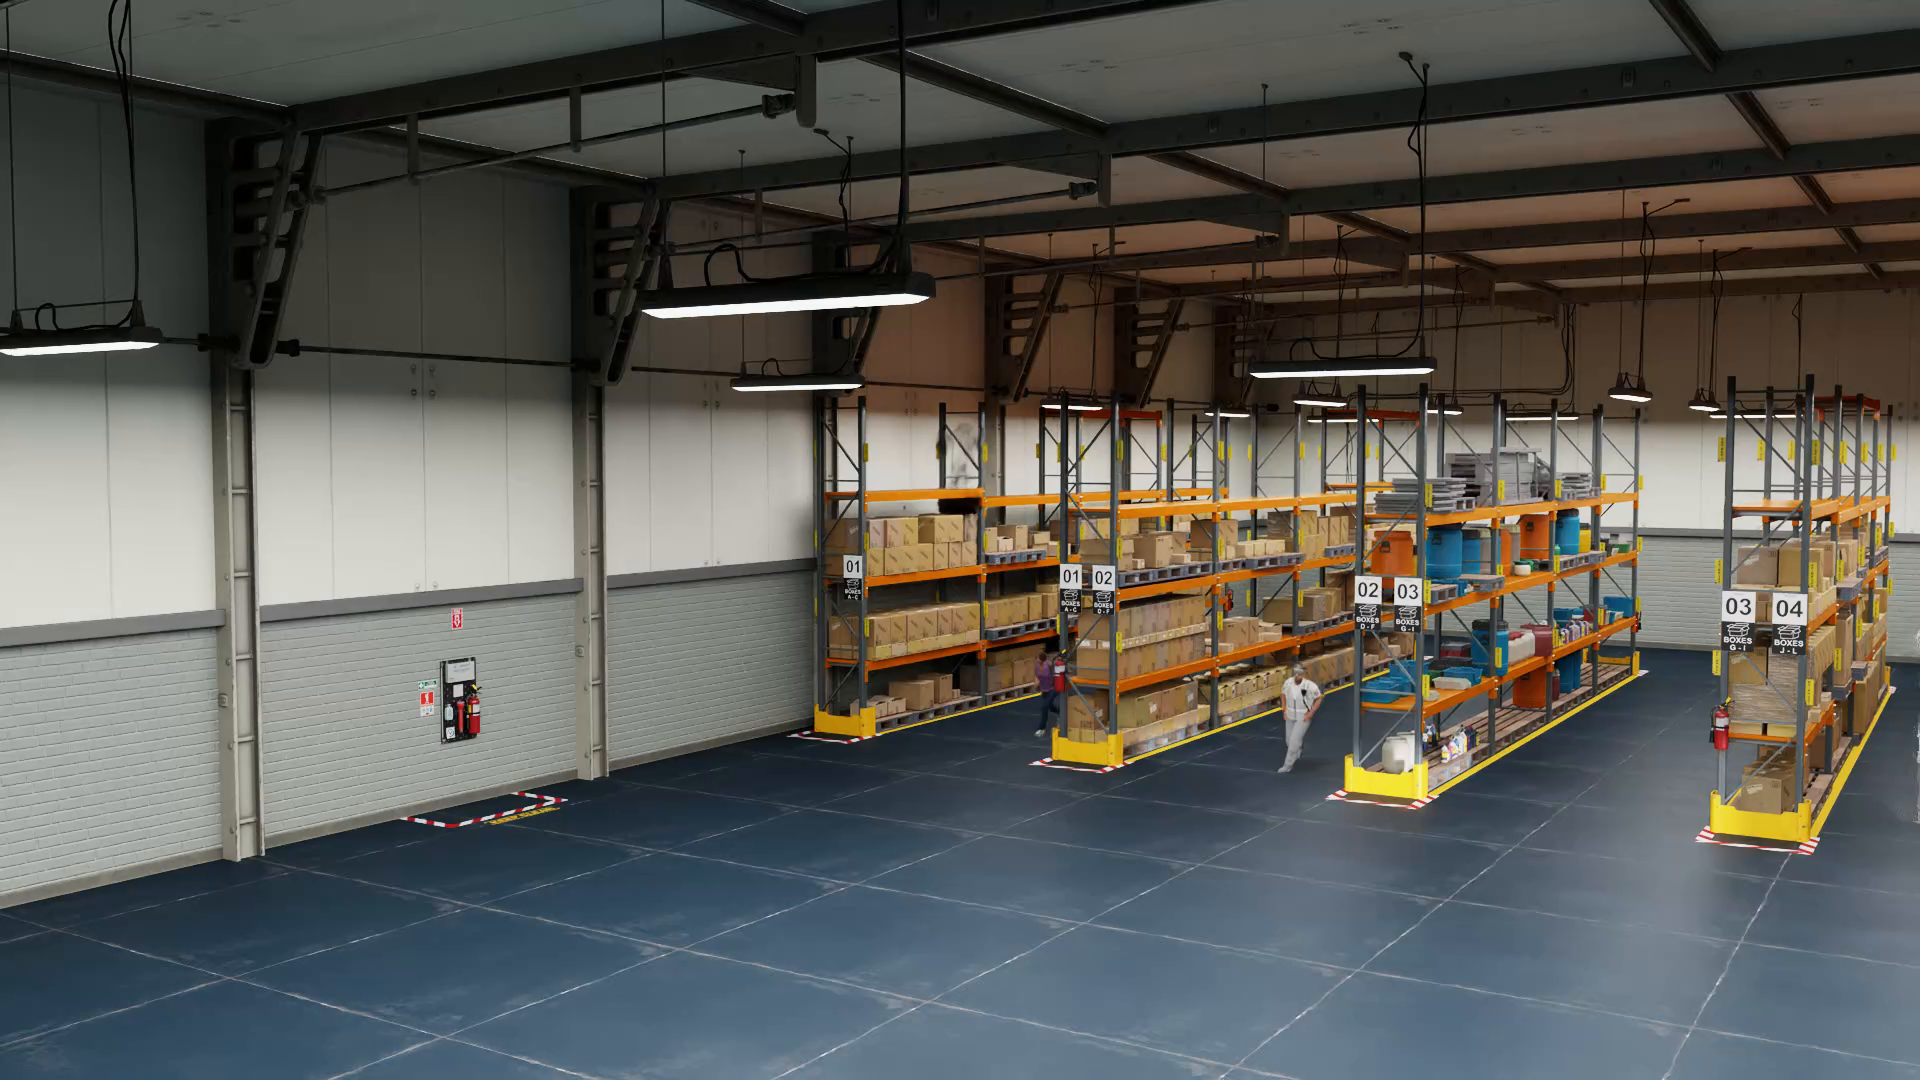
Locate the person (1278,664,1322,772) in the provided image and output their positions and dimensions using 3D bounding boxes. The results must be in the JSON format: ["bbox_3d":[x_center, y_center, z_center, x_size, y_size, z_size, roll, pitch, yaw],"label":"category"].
[{"bbox_3d":[5.388,2.782,26.234,0.677,1.721,0.719,2,3,29],"label":"person"}]

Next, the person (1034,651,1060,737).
[{"bbox_3d":[1.632,2.762,29.597,0.568,1.433,0.909,2,4,33],"label":"person"}]
